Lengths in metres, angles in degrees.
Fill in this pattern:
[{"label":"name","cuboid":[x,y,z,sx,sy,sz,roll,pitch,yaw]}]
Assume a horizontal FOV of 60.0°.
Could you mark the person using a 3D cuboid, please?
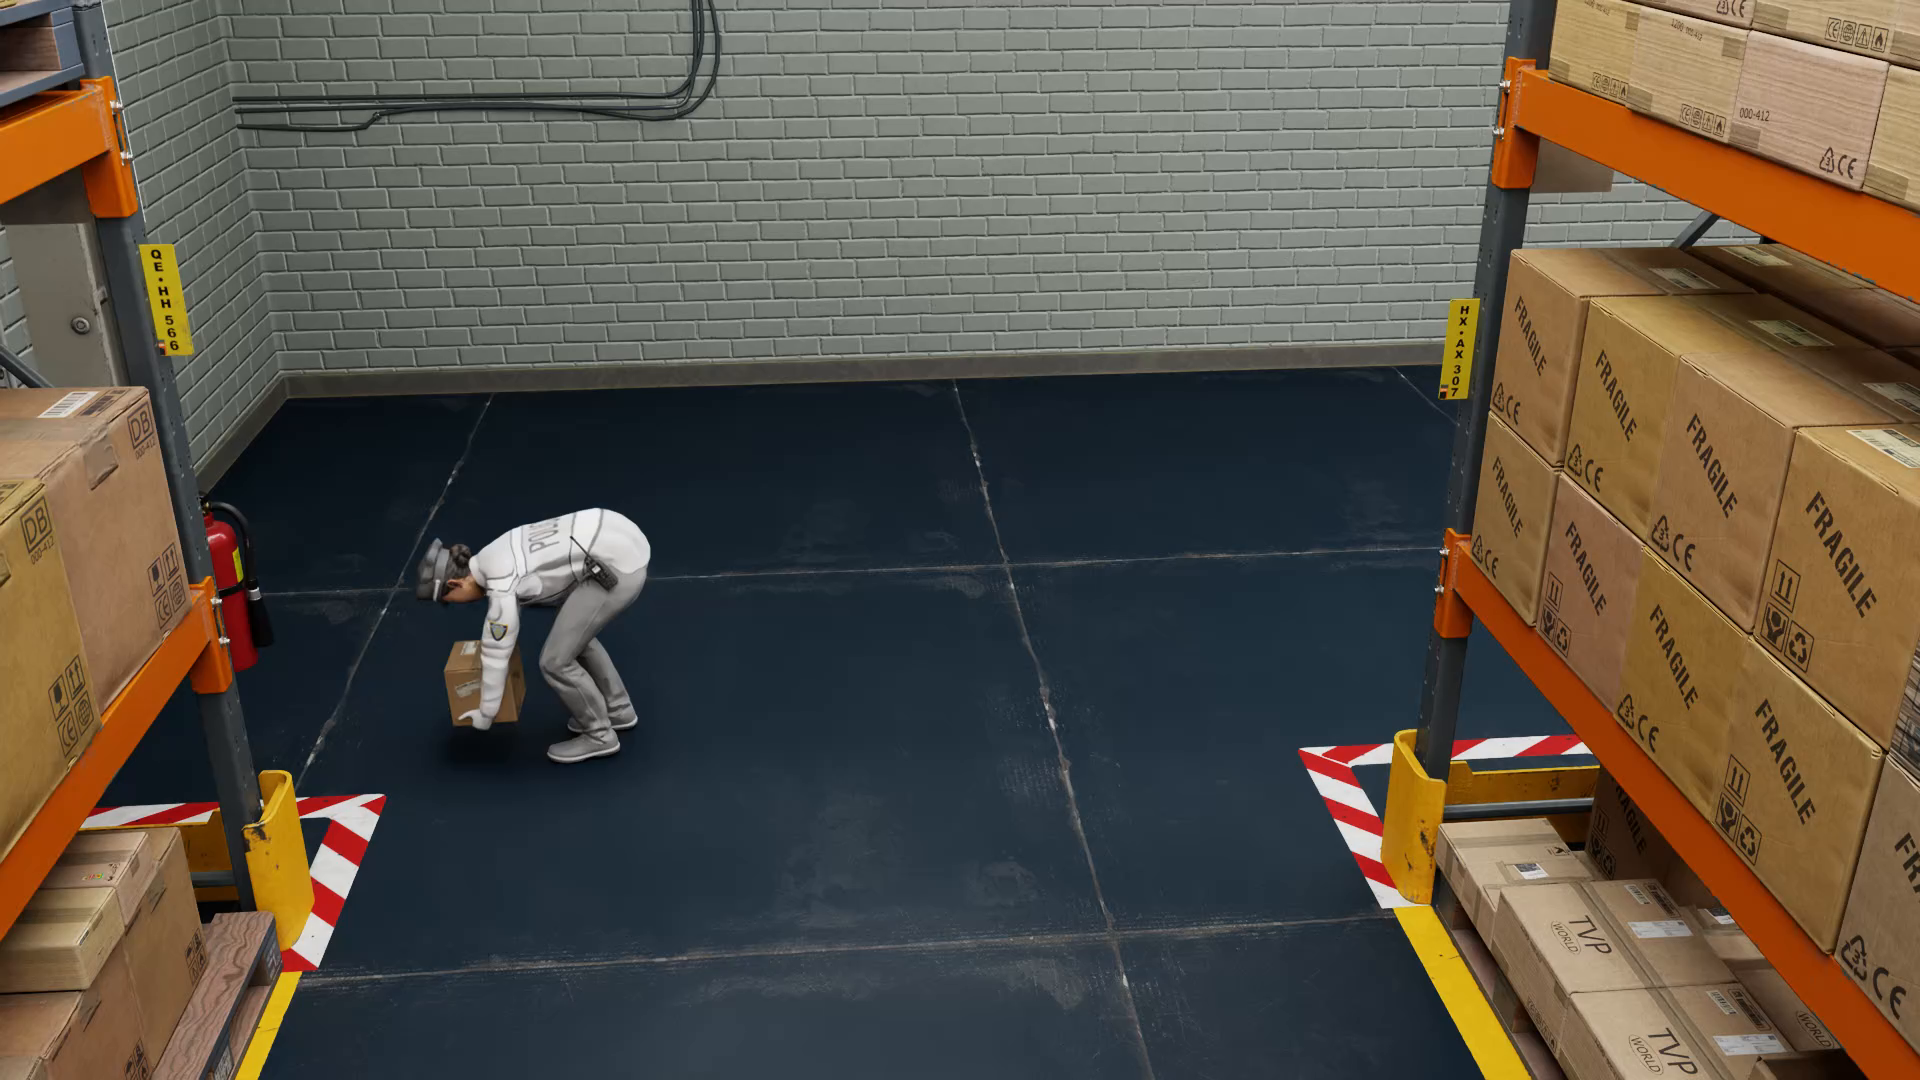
[{"label":"person","cuboid":[-1.660,0.381,6.570,0.912,0.995,0.426,-3,24,-7]}]
